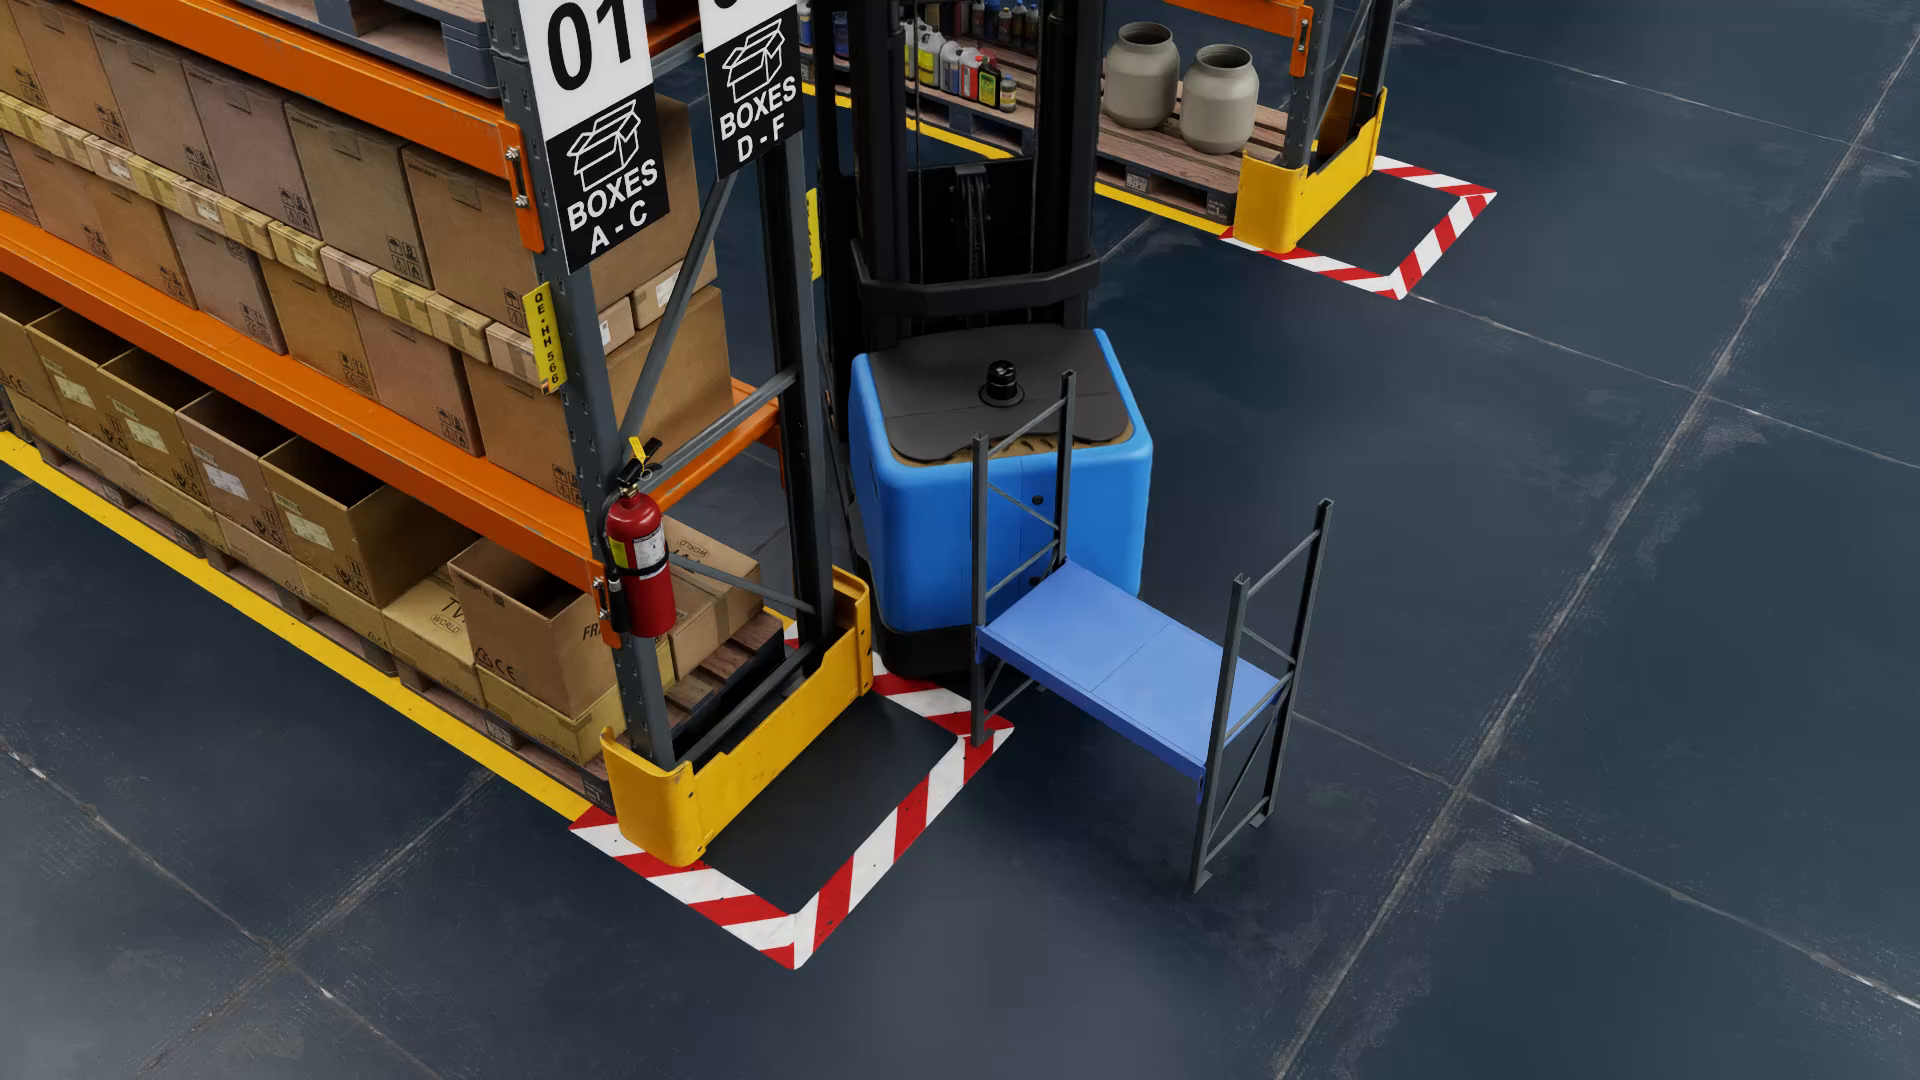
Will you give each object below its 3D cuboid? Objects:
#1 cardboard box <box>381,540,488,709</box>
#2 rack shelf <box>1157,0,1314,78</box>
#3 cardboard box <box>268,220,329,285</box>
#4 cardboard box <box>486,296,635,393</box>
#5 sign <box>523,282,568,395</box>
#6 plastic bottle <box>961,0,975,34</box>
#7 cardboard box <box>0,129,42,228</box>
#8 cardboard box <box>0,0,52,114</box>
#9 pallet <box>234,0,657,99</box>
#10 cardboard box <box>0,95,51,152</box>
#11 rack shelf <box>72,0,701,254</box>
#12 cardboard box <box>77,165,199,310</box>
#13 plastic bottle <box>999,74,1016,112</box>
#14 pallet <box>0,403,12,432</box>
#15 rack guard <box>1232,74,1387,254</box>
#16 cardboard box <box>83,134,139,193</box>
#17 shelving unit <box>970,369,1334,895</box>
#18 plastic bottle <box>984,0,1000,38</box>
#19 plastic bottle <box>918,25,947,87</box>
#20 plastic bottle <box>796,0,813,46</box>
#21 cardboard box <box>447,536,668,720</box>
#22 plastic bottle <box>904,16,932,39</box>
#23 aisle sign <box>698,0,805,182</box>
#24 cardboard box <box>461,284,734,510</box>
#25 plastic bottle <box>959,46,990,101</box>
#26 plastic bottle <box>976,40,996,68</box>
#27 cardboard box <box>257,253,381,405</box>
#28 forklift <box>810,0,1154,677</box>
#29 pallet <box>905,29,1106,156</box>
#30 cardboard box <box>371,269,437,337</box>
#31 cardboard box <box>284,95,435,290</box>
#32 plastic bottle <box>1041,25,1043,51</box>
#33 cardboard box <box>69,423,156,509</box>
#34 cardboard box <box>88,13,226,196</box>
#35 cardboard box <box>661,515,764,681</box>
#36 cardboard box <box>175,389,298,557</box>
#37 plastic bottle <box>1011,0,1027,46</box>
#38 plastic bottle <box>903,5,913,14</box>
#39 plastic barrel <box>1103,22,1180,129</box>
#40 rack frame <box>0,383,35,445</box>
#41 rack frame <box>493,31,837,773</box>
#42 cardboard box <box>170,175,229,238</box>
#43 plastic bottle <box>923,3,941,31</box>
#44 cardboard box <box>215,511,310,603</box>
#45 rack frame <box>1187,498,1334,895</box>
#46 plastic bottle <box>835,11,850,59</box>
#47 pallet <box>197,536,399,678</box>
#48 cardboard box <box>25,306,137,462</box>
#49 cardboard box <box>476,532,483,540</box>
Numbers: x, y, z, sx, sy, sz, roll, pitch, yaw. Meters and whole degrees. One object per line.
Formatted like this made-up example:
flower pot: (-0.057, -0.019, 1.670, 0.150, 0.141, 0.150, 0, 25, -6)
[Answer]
cardboard box: (-1.839, 0.316, 6.395, 0.500, 0.250, 0.500, 25, 48, 25)
rack shelf: (0.396, -3.524, 9.478, 4.000, 0.370, 1.077, 25, 48, 25)
cardboard box: (-2.080, -1.040, 5.601, 0.250, 0.149, 0.380, 27, 48, 27)
cardboard box: (-1.236, -0.645, 5.160, 0.250, 0.149, 0.380, 24, 47, 25)
sign: (-1.136, -0.552, 4.572, 0.005, 0.325, 0.100, 25, 48, 25)
plastic bottle: (0.004, -3.356, 10.464, 0.135, 0.276, 0.152, 26, 48, 26)
cardboard box: (-3.722, -1.726, 6.854, 0.500, 0.500, 0.700, 24, 47, 24)
cardboard box: (-3.307, -2.017, 6.206, 0.500, 0.500, 0.700, 25, 47, 25)
pallet: (-1.378, -1.693, 4.710, 1.213, 0.211, 1.003, 25, 48, 25)
cardboard box: (-3.346, -1.632, 6.263, 0.250, 0.149, 0.380, 25, 47, 25)
rack shelf: (-2.451, -1.939, 5.458, 4.000, 0.370, 1.077, 25, 48, 25)
cardboard box: (-2.877, -1.333, 6.416, 0.500, 0.500, 0.700, 26, 48, 26)
plastic bottle: (0.278, -2.611, 9.688, 0.097, 0.201, 0.097, 0, 42, 0)
pallet: (-4.714, -1.077, 8.295, 1.213, 0.211, 1.003, 25, 48, 25)
rack guard: (1.944, -2.098, 9.220, 0.348, 0.500, 1.175, 25, 48, 25)
cardboard box: (-2.922, -1.434, 6.042, 0.250, 0.149, 0.380, 24, 47, 24)
shelving unit: (0.597, 0.334, 5.752, 1.048, 1.500, 0.538, 31, 50, 30)
plastic bottle: (0.200, -3.285, 10.388, 0.097, 0.271, 0.097, 0, 42, 0)
plastic bottle: (-0.164, -2.893, 9.890, 0.185, 0.351, 0.144, 27, 48, 27)
plastic bottle: (-0.952, -3.237, 10.330, 0.135, 0.276, 0.152, 27, 48, 27)
cardboard box: (-1.423, 0.222, 5.937, 0.500, 0.500, 0.500, 25, 48, 25)
plastic bottle: (-0.252, -3.027, 10.096, 0.135, 0.276, 0.152, 25, 48, 25)
aisle sign: (-0.584, -1.434, 4.654, 0.004, 0.787, 0.394, 25, 48, 25)
cardboard box: (-1.188, -0.547, 5.536, 0.500, 0.500, 0.700, 25, 48, 25)
plastic bottle: (0.088, -2.751, 9.787, 0.135, 0.276, 0.152, 25, 48, 26)
plastic bottle: (0.148, -2.812, 9.850, 0.133, 0.283, 0.061, 25, 48, 25)
cardboard box: (-2.024, -0.938, 5.974, 0.500, 0.500, 0.700, 25, 48, 26)
forklift: (-0.049, -1.543, 6.776, 1.130, 2.935, 3.031, -7, 42, -8)
pallet: (0.288, -2.772, 10.190, 1.213, 0.211, 1.003, 25, 48, 25)
cardboard box: (-1.660, -0.842, 5.380, 0.250, 0.149, 0.380, 24, 47, 25)
cardboard box: (-1.665, -1.249, 5.348, 0.500, 0.500, 0.700, 24, 47, 24)
plastic bottle: (0.553, -3.139, 10.216, 0.133, 0.283, 0.061, 26, 48, 26)
cardboard box: (-3.476, -0.450, 7.250, 0.500, 0.250, 0.500, 25, 48, 25)
cardboard box: (-2.489, -1.633, 5.778, 0.500, 0.500, 0.700, 25, 48, 25)
cardboard box: (-1.125, 0.218, 6.504, 0.500, 0.250, 0.500, 25, 48, 25)
cardboard box: (-2.659, -0.345, 6.571, 0.500, 0.500, 0.500, 25, 48, 25)
plastic bottle: (0.366, -3.207, 10.301, 0.097, 0.271, 0.097, 0, 42, 0)
plastic bottle: (-0.391, -3.572, 10.649, 0.185, 0.351, 0.144, 23, 47, 23)
plastic barrel: (1.041, -2.658, 9.522, 0.421, 0.512, 0.421, 0, 42, 0)
rack frame: (-4.088, -1.855, 7.074, 0.127, 3.000, 1.000, 25, 48, 25)
rack frame: (-0.814, -0.324, 5.362, 0.127, 3.000, 1.000, 25, 48, 25)
cardboard box: (-2.507, -1.238, 5.822, 0.250, 0.149, 0.380, 24, 47, 25)
plastic bottle: (-0.165, -3.357, 10.460, 0.133, 0.283, 0.061, 25, 48, 25)
cardboard box: (-2.657, -0.067, 6.823, 0.500, 0.250, 0.500, 25, 48, 25)
rack frame: (0.978, 0.559, 5.501, 0.032, 1.500, 0.500, 31, 50, 30)
plastic bottle: (-0.664, -3.127, 10.152, 0.185, 0.351, 0.144, 23, 47, 24)
pallet: (-2.458, -0.022, 7.116, 1.213, 0.211, 1.003, 25, 48, 25)
cardboard box: (-3.475, -0.731, 7.002, 0.500, 0.500, 0.500, 25, 48, 25)
cardboard box: (-1.945, -0.163, 6.930, 0.500, 0.250, 0.500, 25, 48, 25)
